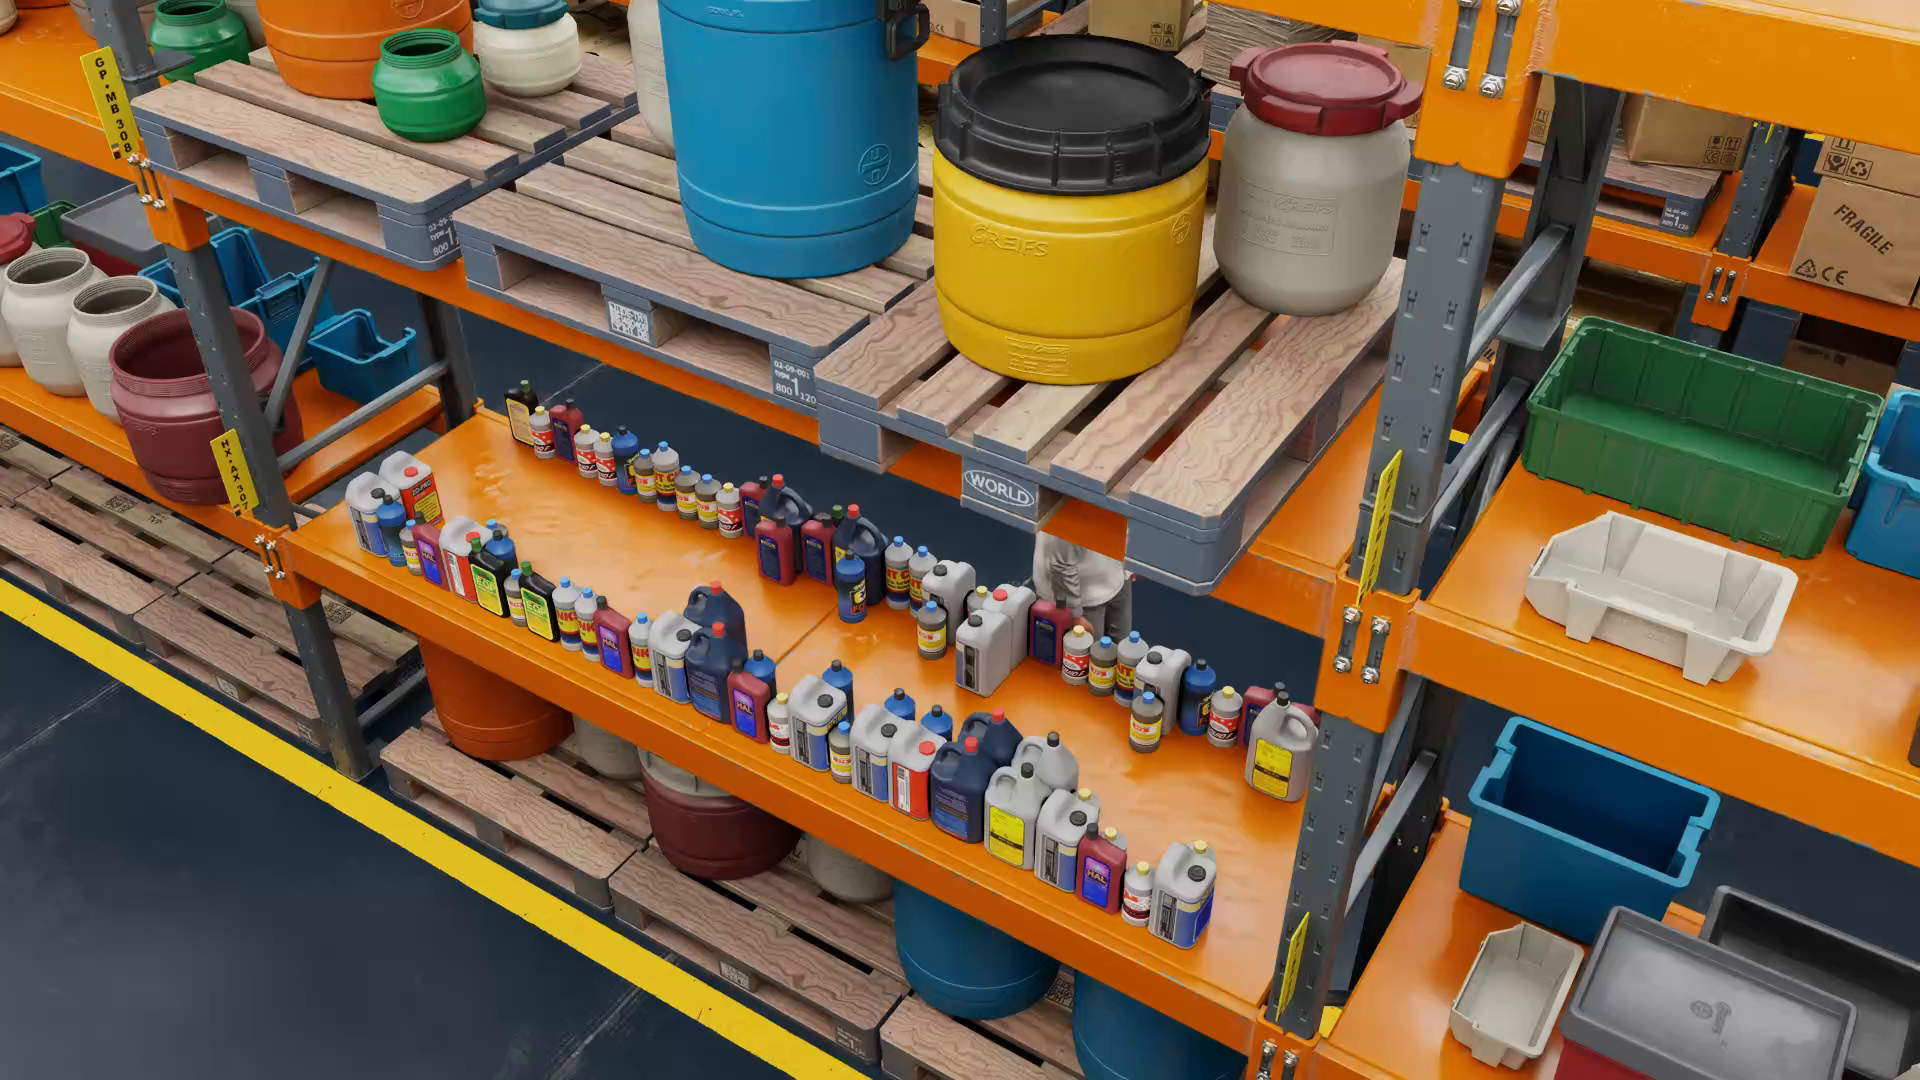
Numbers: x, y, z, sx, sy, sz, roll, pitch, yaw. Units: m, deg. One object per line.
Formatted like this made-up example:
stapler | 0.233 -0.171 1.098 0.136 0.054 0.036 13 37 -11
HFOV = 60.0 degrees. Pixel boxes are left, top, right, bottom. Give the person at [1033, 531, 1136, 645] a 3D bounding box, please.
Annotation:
person | 0.526 0.163 6.452 0.465 1.770 0.590 19 42 22
